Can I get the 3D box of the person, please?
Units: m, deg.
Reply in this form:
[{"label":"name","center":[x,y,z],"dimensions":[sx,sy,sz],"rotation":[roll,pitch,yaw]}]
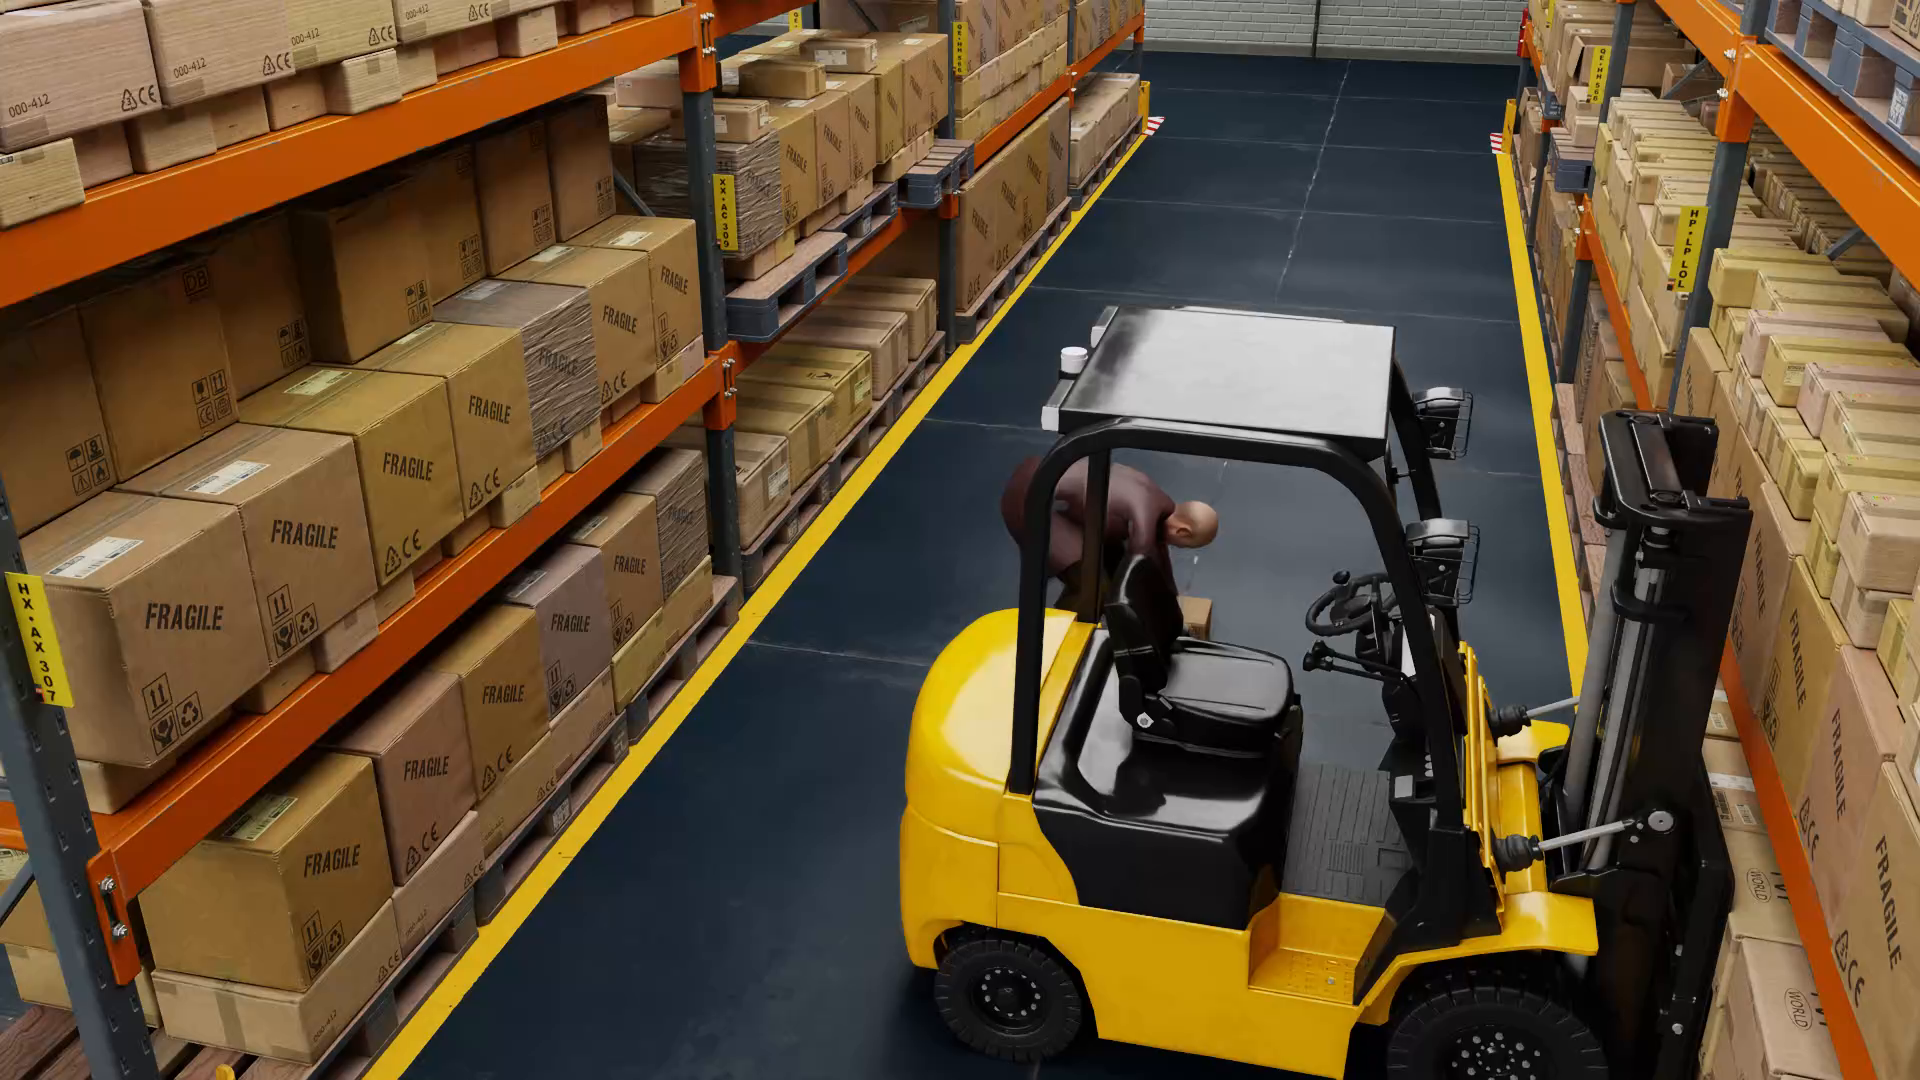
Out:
[{"label":"person","center":[0.646,0.103,7.309],"dimensions":[0.942,1.010,0.582],"rotation":[5,25,11]}]
